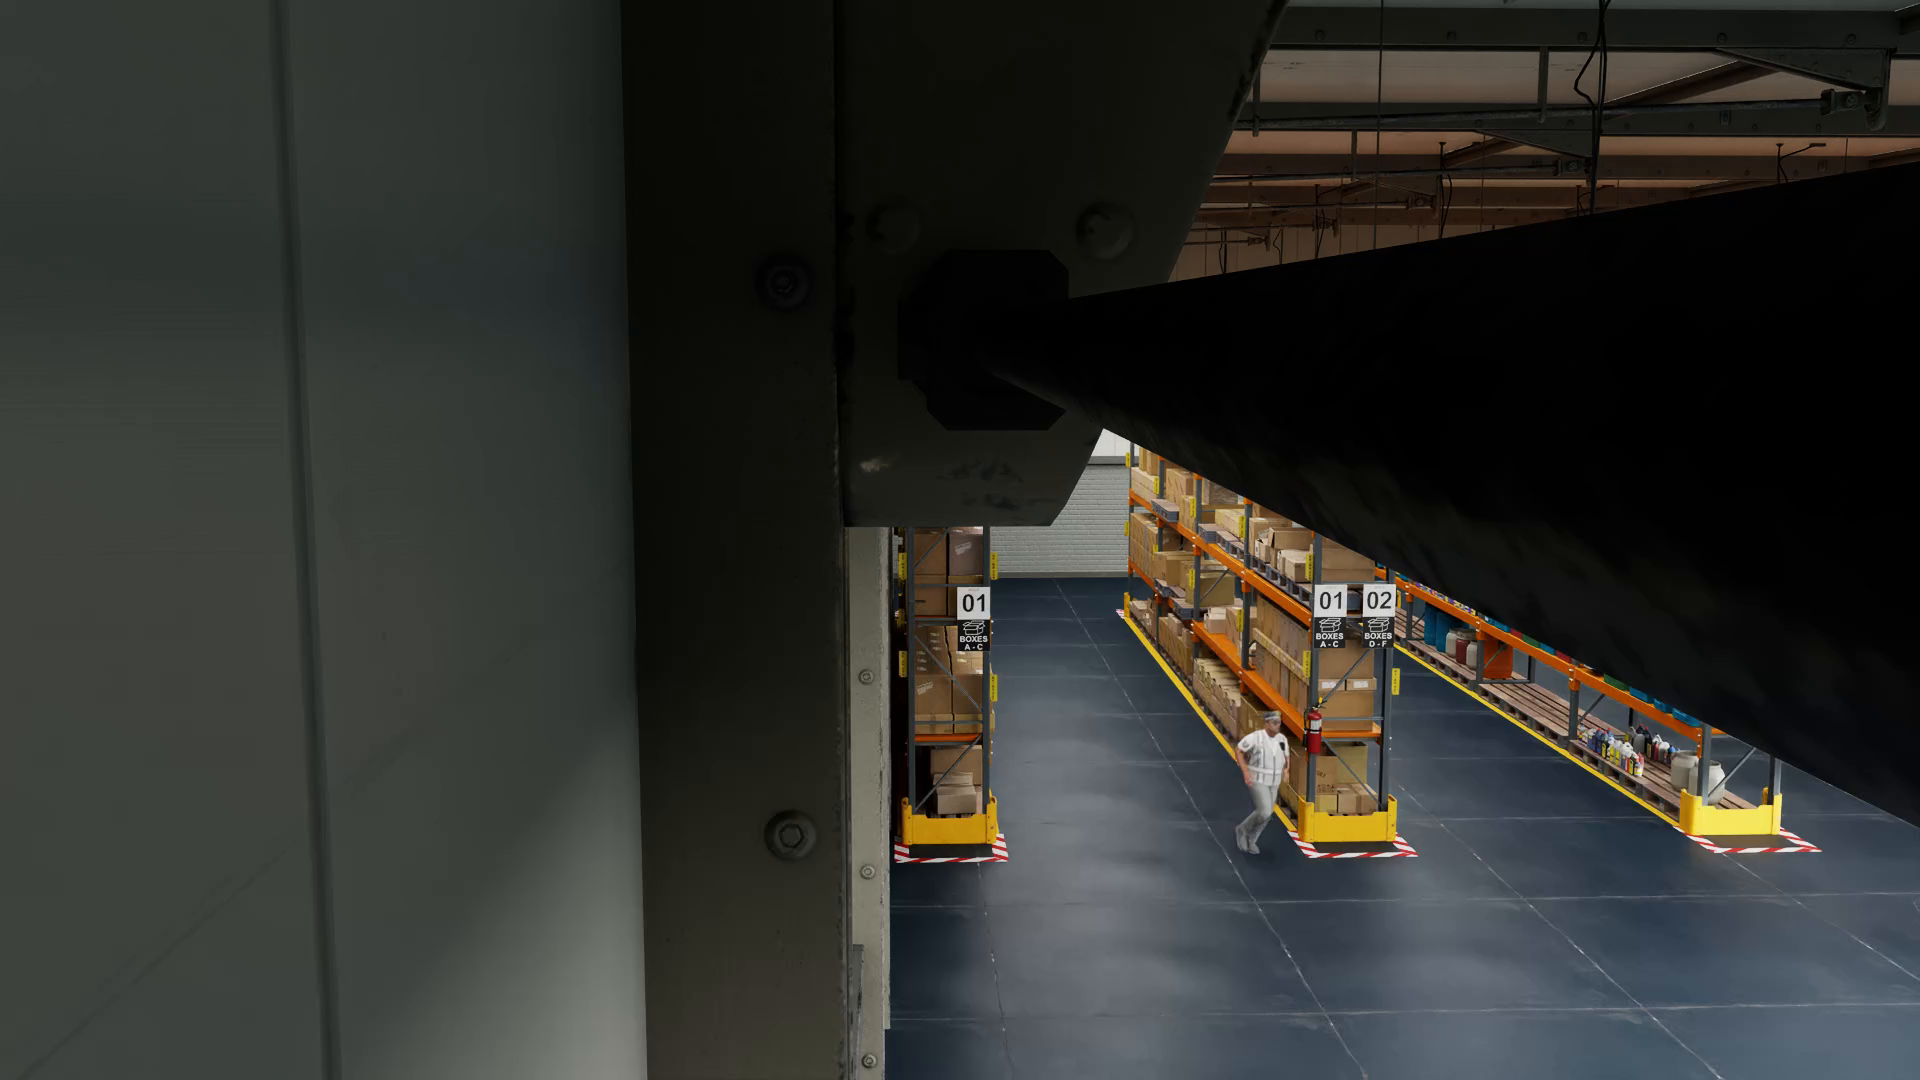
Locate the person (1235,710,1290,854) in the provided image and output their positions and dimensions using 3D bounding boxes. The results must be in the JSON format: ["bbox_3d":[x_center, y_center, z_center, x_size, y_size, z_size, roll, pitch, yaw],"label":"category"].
[{"bbox_3d":[3.711,2.922,20.070,0.680,1.753,0.572,-4,8,-28],"label":"person"}]

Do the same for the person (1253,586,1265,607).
[{"bbox_3d":[6.312,1.057,34.541,0.709,1.742,0.771,-2,8,-15],"label":"person"}]
